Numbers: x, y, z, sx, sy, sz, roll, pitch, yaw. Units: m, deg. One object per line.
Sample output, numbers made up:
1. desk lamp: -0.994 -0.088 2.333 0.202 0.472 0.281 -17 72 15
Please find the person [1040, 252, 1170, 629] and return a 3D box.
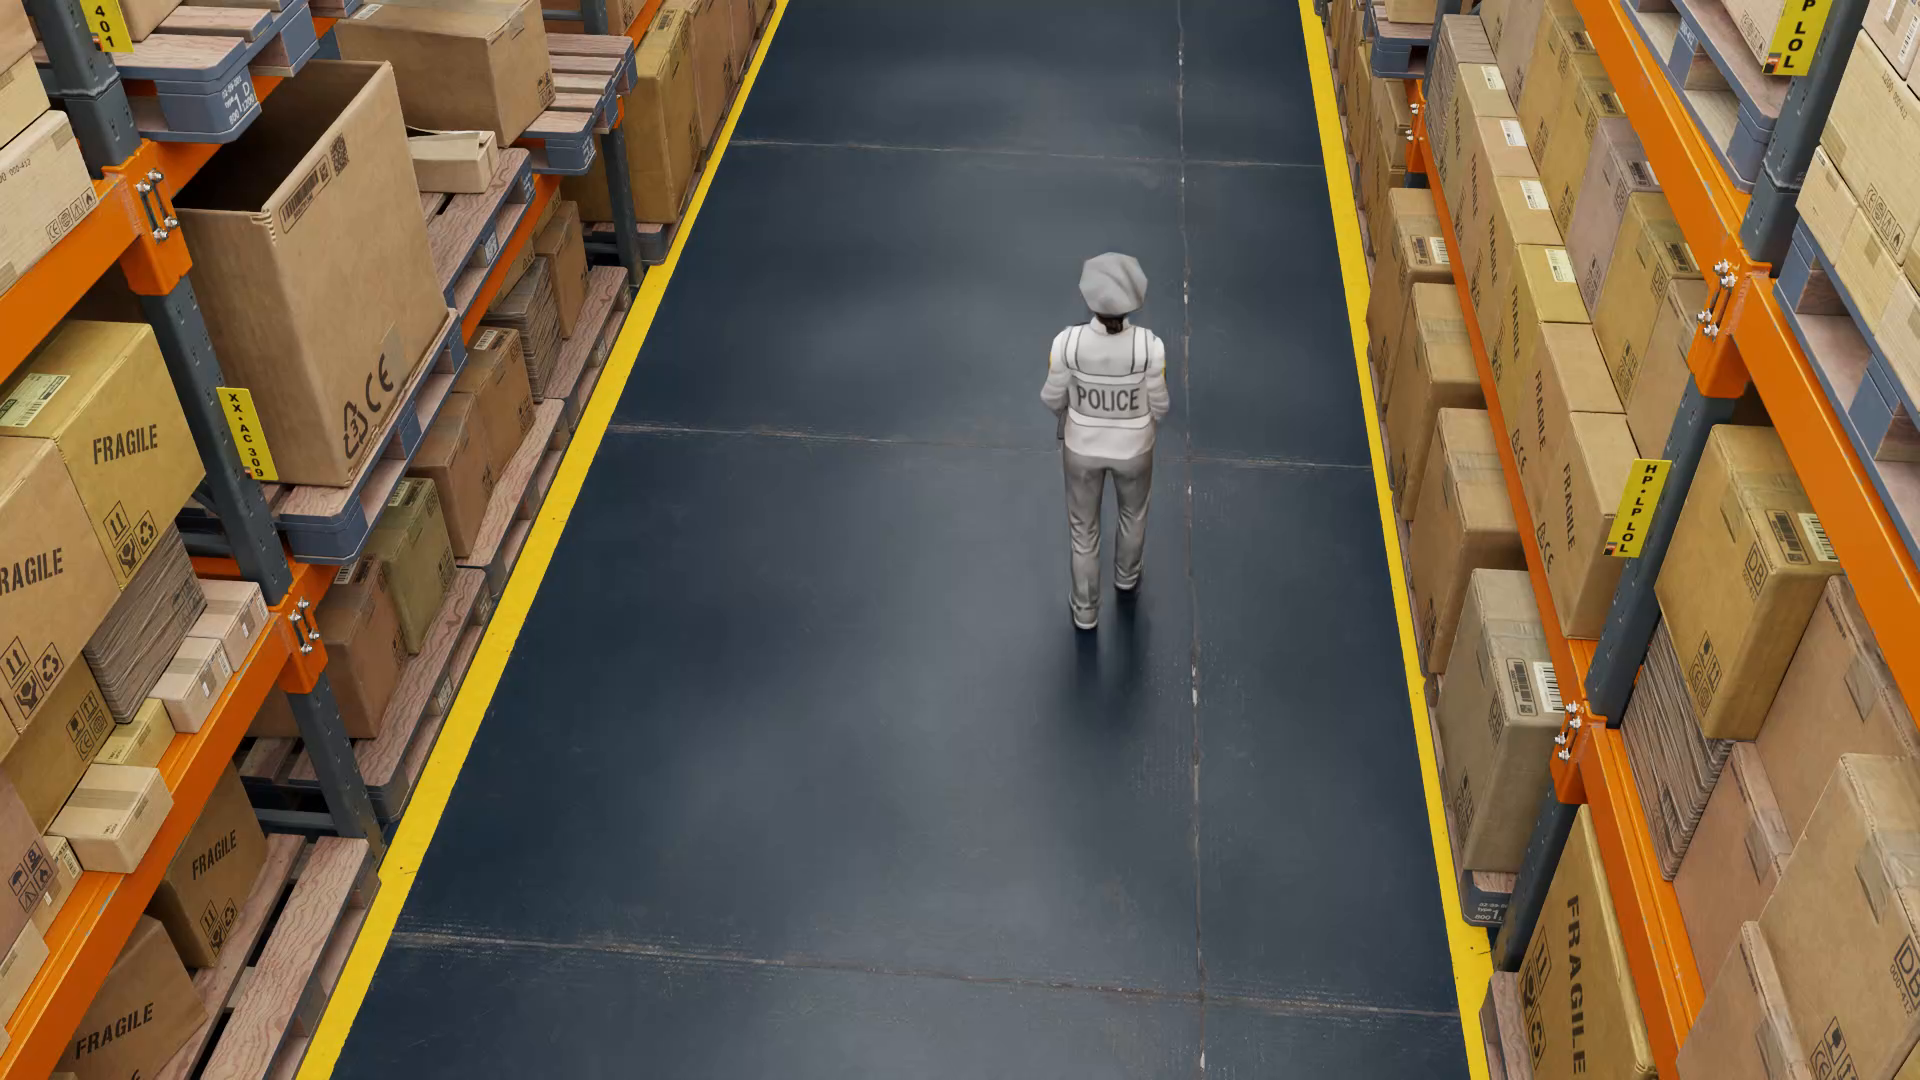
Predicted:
1. person: 0.567 -0.437 6.628 0.500 1.695 0.540 3 40 4
